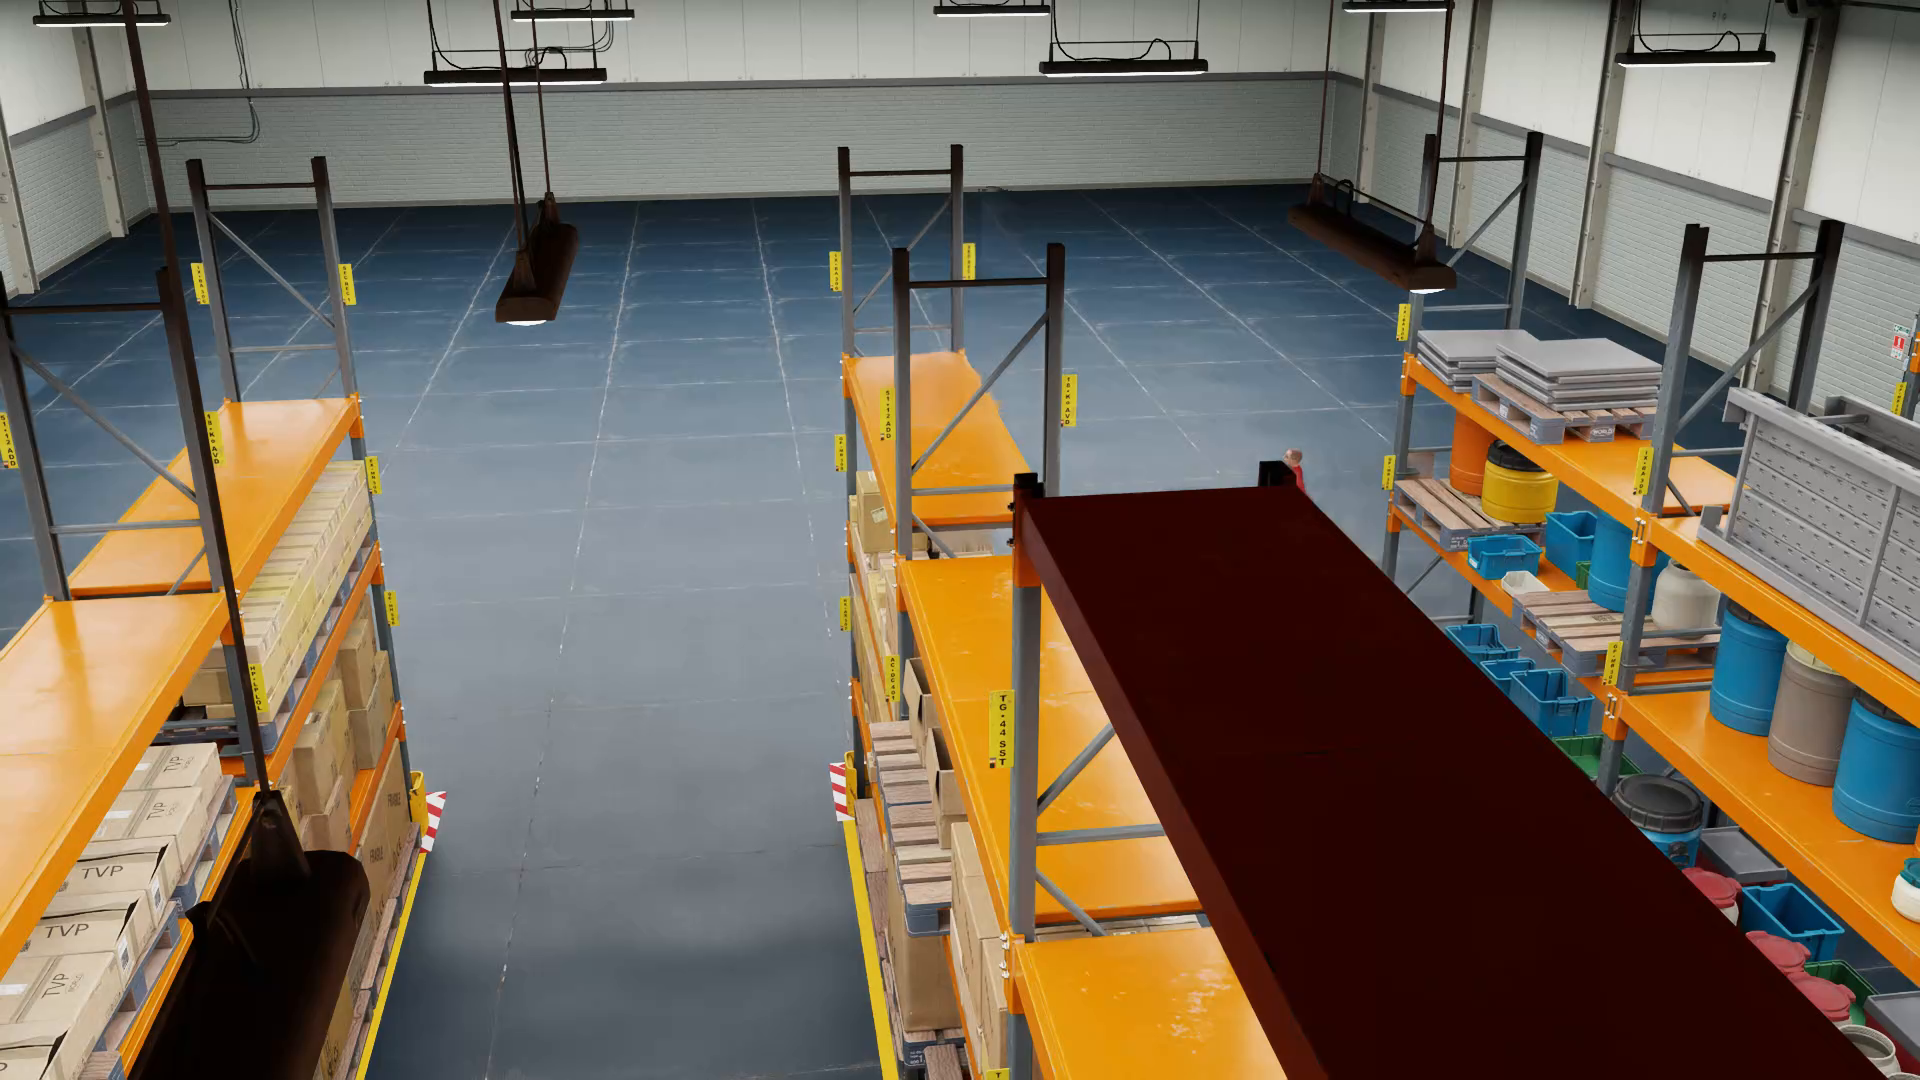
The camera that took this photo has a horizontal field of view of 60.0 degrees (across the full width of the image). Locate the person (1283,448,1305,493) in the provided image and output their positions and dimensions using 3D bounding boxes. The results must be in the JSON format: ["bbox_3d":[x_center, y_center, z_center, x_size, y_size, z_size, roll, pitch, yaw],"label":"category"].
[{"bbox_3d":[3.927,-0.312,20.144,0.617,1.677,0.657,6,22,14],"label":"person"}]
